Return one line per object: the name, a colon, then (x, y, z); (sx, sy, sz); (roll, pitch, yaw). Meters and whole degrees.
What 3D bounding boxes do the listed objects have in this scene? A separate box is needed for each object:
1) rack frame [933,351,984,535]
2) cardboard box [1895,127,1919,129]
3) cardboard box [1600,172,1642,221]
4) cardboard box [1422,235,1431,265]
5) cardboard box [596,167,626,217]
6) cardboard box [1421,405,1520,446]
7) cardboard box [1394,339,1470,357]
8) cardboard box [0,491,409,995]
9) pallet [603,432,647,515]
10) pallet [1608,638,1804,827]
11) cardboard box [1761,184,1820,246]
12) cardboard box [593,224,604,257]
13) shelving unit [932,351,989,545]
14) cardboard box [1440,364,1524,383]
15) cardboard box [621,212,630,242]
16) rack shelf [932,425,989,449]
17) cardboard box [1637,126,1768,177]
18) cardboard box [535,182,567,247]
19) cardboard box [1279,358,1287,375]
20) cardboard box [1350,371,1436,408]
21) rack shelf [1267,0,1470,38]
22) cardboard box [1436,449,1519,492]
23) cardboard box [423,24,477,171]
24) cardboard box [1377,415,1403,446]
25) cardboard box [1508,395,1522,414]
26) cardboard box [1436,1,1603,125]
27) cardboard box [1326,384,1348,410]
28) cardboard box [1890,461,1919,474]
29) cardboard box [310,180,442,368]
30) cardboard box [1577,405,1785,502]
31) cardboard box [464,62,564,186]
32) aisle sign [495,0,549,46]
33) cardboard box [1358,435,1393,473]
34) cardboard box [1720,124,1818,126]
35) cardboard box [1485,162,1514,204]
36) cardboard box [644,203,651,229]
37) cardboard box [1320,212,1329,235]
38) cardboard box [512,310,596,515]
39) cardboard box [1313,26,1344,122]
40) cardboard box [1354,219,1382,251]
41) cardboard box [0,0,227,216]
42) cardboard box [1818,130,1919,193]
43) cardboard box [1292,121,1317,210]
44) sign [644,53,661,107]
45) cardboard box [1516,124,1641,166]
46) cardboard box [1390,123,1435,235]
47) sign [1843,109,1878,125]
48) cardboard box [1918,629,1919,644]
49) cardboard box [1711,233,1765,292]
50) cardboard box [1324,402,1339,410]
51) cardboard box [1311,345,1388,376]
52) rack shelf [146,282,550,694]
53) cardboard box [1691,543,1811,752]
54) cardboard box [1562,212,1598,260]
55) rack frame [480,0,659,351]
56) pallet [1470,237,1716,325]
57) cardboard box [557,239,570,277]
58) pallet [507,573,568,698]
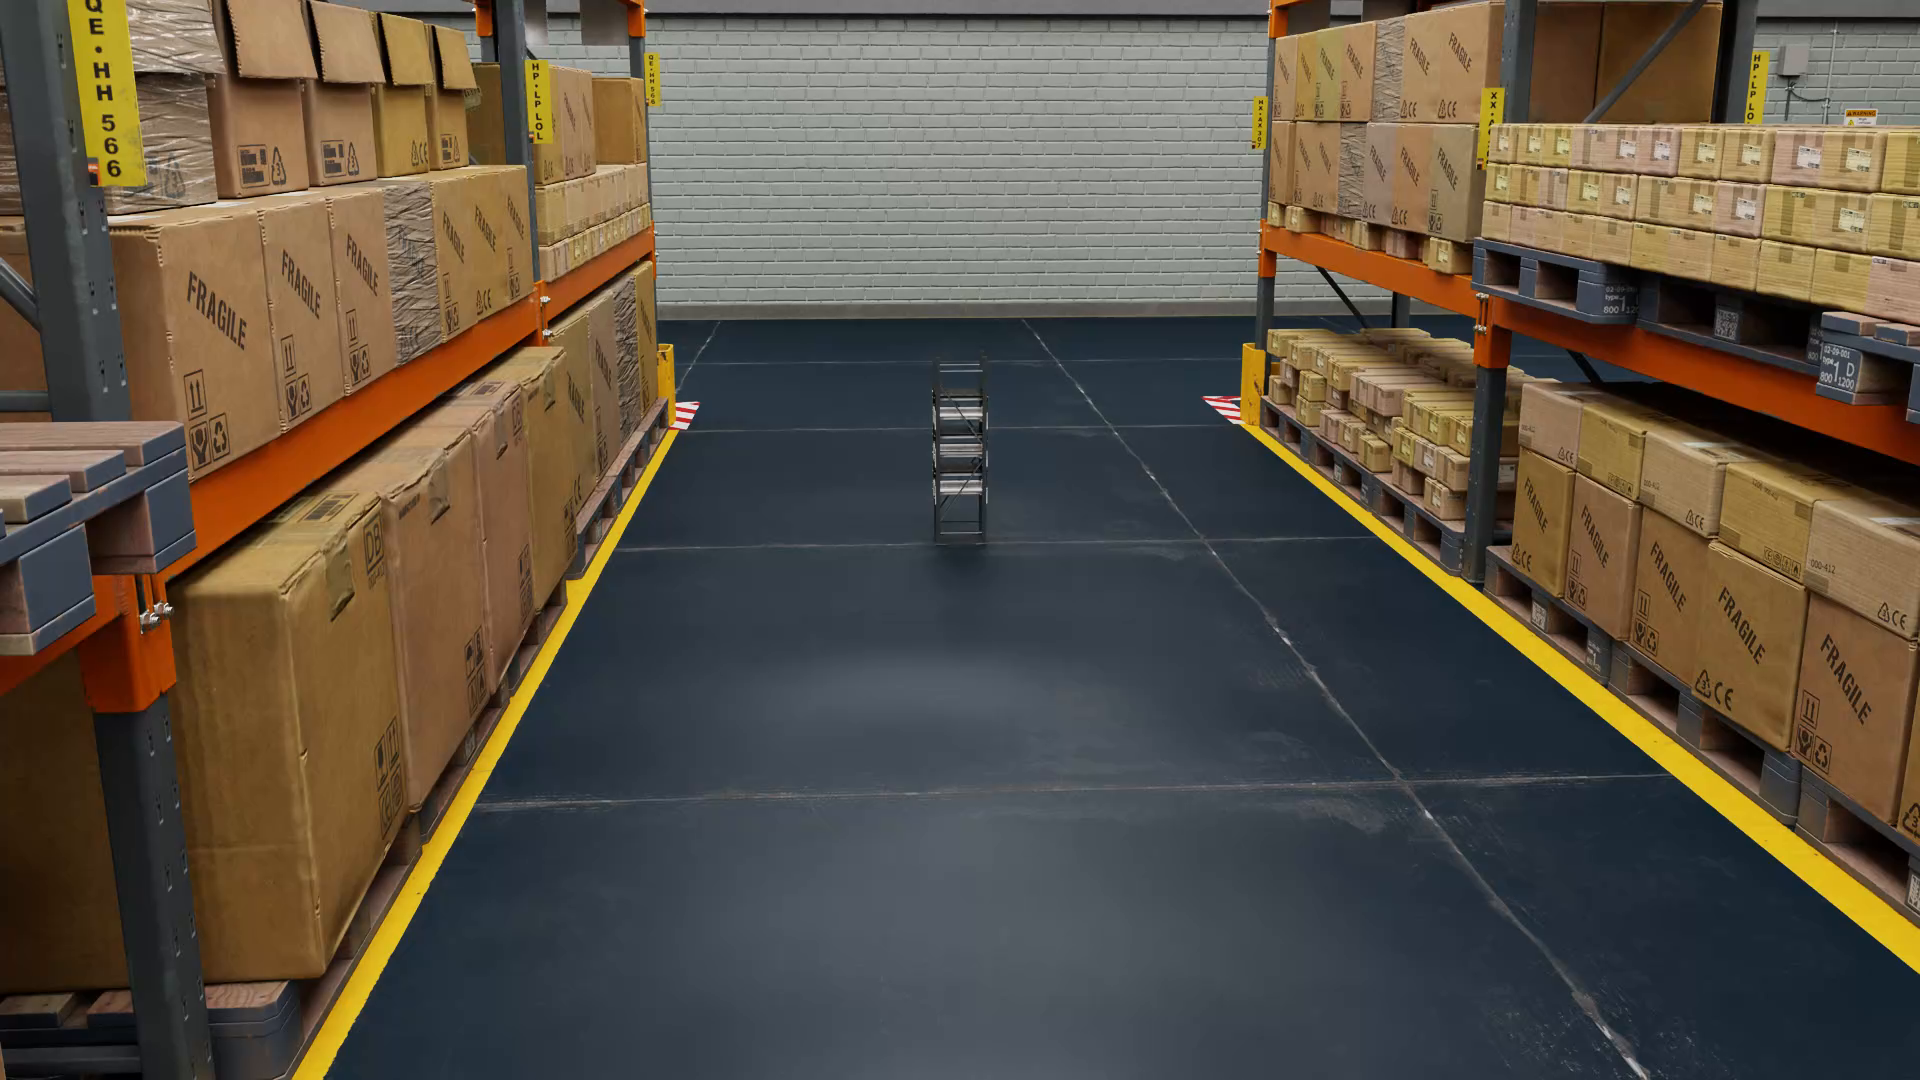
rack frame: (-0.007, -0.463, 8.020); (0.240, 0.900, 0.006); (-1, 14, -3)
cardboard box: (3.039, -1.159, 4.980); (0.380, 0.149, 0.250); (-1, 14, -4)
cardboard box: (2.357, -1.138, 5.494); (0.380, 0.149, 0.250); (0, 14, -1)
cardboard box: (2.388, -1.353, 7.769); (0.380, 0.149, 0.250); (0, 14, -1)
cardboard box: (-2.126, -1.923, 9.185); (0.500, 0.250, 0.500); (-1, 14, -5)
cardboard box: (2.384, -0.536, 7.773); (0.380, 0.149, 0.250); (-1, 14, -3)
cardboard box: (2.860, -1.130, 10.081); (0.380, 0.149, 0.250); (-1, 14, -5)
cardboard box: (-2.009, 0.422, 3.786); (1.225, 0.875, 0.875); (-2, 15, -6)
pallet: (-2.283, -0.370, 9.041); (1.003, 0.211, 1.213); (-1, 14, -3)
pallet: (2.850, 0.571, 5.385); (1.003, 0.211, 1.213); (-1, 14, -3)
cardboard box: (2.419, -0.880, 4.492); (0.380, 0.149, 0.250); (-1, 14, -4)
cardboard box: (-2.002, -1.505, 8.362); (0.380, 0.149, 0.250); (-1, 14, -3)
shelving unit: (0.000, -0.438, 7.922); (0.258, 0.900, 0.210); (-1, 14, -3)
cardboard box: (2.835, -0.866, 9.058); (0.380, 0.149, 0.250); (-1, 14, -3)
cardboard box: (-2.068, -1.762, 9.358); (0.380, 0.149, 0.250); (-1, 14, -5)
rack shelf: (0.000, -0.493, 7.908); (0.258, 0.077, 0.200); (-1, 14, -3)
cardboard box: (2.368, -1.221, 5.218); (0.380, 0.149, 0.250); (0, 14, -1)
cardboard box: (-2.003, -1.418, 7.223); (0.500, 0.250, 0.500); (-1, 14, -4)
cardboard box: (2.250, -1.105, 10.582); (0.380, 0.149, 0.250); (0, 14, -1)
cardboard box: (2.285, -0.796, 8.785); (0.380, 0.149, 0.250); (-1, 14, -5)
rack shelf: (2.597, -2.879, 8.621); (1.077, 0.370, 4.000); (-1, 14, -3)
cardboard box: (2.385, -0.318, 7.523); (0.380, 0.149, 0.250); (-1, 14, -2)
cardboard box: (-2.188, -1.602, 6.017); (0.797, 0.503, 0.637); (-1, 14, -5)
cardboard box: (2.368, -0.578, 8.535); (0.380, 0.149, 0.250); (-1, 14, -2)
cardboard box: (2.884, -0.609, 8.057); (0.380, 0.149, 0.250); (-1, 14, -4)
cardboard box: (2.422, -2.067, 7.236); (0.500, 0.500, 0.500); (-1, 14, -5)
cardboard box: (2.333, -0.846, 9.577); (0.380, 0.149, 0.250); (-2, 15, -6)
cardboard box: (3.119, -0.063, 4.921); (0.500, 0.250, 0.500); (-1, 14, -3)
cardboard box: (-1.845, -0.785, 4.856); (0.500, 0.500, 0.500); (-1, 14, -3)
cardboard box: (2.539, -0.313, 5.893); (0.500, 0.250, 0.500); (0, 14, -2)
cardboard box: (-2.010, -1.784, 7.138); (0.500, 0.500, 0.500); (-1, 14, -3)
aisle sign: (-2.787, -3.493, 10.366); (0.394, 0.787, 0.004); (-1, 14, -3)
cardboard box: (2.293, -0.450, 8.634); (0.380, 0.149, 0.250); (-1, 14, -4)
cardboard box: (2.973, -1.419, 5.991); (0.380, 0.149, 0.250); (-1, 14, -5)
cardboard box: (2.287, -1.398, 6.505); (0.380, 0.149, 0.250); (-1, 14, -3)
cardboard box: (-2.132, -2.016, 10.345); (0.380, 0.149, 0.250); (-1, 14, -2)
cardboard box: (2.340, -1.872, 9.787); (0.380, 0.149, 0.250); (0, 14, -1)
cardboard box: (-2.196, -0.566, 7.627); (0.875, 0.875, 0.875); (-1, 14, -3)
cardboard box: (2.284, -2.578, 9.223); (0.500, 0.500, 0.500); (-1, 14, -5)
cardboard box: (2.301, -1.611, 8.772); (0.380, 0.149, 0.250); (-1, 14, -2)
cardboard box: (-2.017, -0.948, 3.476); (0.797, 0.503, 0.637); (0, 14, -2)
cardboard box: (2.431, -0.961, 4.210); (0.380, 0.149, 0.250); (0, 14, -2)
cardboard box: (2.284, -2.216, 9.822); (0.500, 0.500, 0.500); (-1, 14, -3)
sign: (-1.941, -2.901, 10.483); (0.100, 0.325, 0.005); (-1, 14, -3)
cardboard box: (2.310, -1.473, 6.199); (0.380, 0.149, 0.250); (0, 14, -2)
cardboard box: (2.378, -1.715, 7.875); (0.500, 0.500, 0.500); (-1, 14, -5)
sign: (9.073, -4.223, 16.761); (0.339, 0.242, 0.001); (-1, 14, -3)
cardboard box: (2.665, 0.195, 3.916); (0.500, 0.250, 0.500); (-1, 14, -5)
cardboard box: (2.406, -0.799, 4.774); (0.380, 0.149, 0.250); (0, 14, -2)
cardboard box: (2.324, -0.707, 9.633); (0.380, 0.149, 0.250); (-1, 14, -3)
cardboard box: (2.290, -1.056, 9.795); (0.380, 0.149, 0.250); (-2, 15, -6)
rack shelf: (-2.111, -0.380, 4.928); (1.077, 0.370, 4.000); (-1, 14, -3)
cardboard box: (2.590, 0.304, 4.997); (0.500, 0.500, 0.500); (-2, 15, -6)
cardboard box: (2.336, -1.061, 5.790); (0.380, 0.149, 0.250); (-1, 14, -3)
rack frame: (-2.483, -2.221, 10.638); (1.000, 3.000, 0.127); (-1, 14, -3)
pallet: (2.624, -0.992, 6.248); (1.003, 0.211, 1.213); (-1, 14, -3)
cardboard box: (-1.938, -1.248, 7.363); (0.380, 0.149, 0.250); (-1, 14, -5)
pallet: (-2.112, 0.315, 6.378); (1.003, 0.211, 1.213); (-1, 14, -3)
